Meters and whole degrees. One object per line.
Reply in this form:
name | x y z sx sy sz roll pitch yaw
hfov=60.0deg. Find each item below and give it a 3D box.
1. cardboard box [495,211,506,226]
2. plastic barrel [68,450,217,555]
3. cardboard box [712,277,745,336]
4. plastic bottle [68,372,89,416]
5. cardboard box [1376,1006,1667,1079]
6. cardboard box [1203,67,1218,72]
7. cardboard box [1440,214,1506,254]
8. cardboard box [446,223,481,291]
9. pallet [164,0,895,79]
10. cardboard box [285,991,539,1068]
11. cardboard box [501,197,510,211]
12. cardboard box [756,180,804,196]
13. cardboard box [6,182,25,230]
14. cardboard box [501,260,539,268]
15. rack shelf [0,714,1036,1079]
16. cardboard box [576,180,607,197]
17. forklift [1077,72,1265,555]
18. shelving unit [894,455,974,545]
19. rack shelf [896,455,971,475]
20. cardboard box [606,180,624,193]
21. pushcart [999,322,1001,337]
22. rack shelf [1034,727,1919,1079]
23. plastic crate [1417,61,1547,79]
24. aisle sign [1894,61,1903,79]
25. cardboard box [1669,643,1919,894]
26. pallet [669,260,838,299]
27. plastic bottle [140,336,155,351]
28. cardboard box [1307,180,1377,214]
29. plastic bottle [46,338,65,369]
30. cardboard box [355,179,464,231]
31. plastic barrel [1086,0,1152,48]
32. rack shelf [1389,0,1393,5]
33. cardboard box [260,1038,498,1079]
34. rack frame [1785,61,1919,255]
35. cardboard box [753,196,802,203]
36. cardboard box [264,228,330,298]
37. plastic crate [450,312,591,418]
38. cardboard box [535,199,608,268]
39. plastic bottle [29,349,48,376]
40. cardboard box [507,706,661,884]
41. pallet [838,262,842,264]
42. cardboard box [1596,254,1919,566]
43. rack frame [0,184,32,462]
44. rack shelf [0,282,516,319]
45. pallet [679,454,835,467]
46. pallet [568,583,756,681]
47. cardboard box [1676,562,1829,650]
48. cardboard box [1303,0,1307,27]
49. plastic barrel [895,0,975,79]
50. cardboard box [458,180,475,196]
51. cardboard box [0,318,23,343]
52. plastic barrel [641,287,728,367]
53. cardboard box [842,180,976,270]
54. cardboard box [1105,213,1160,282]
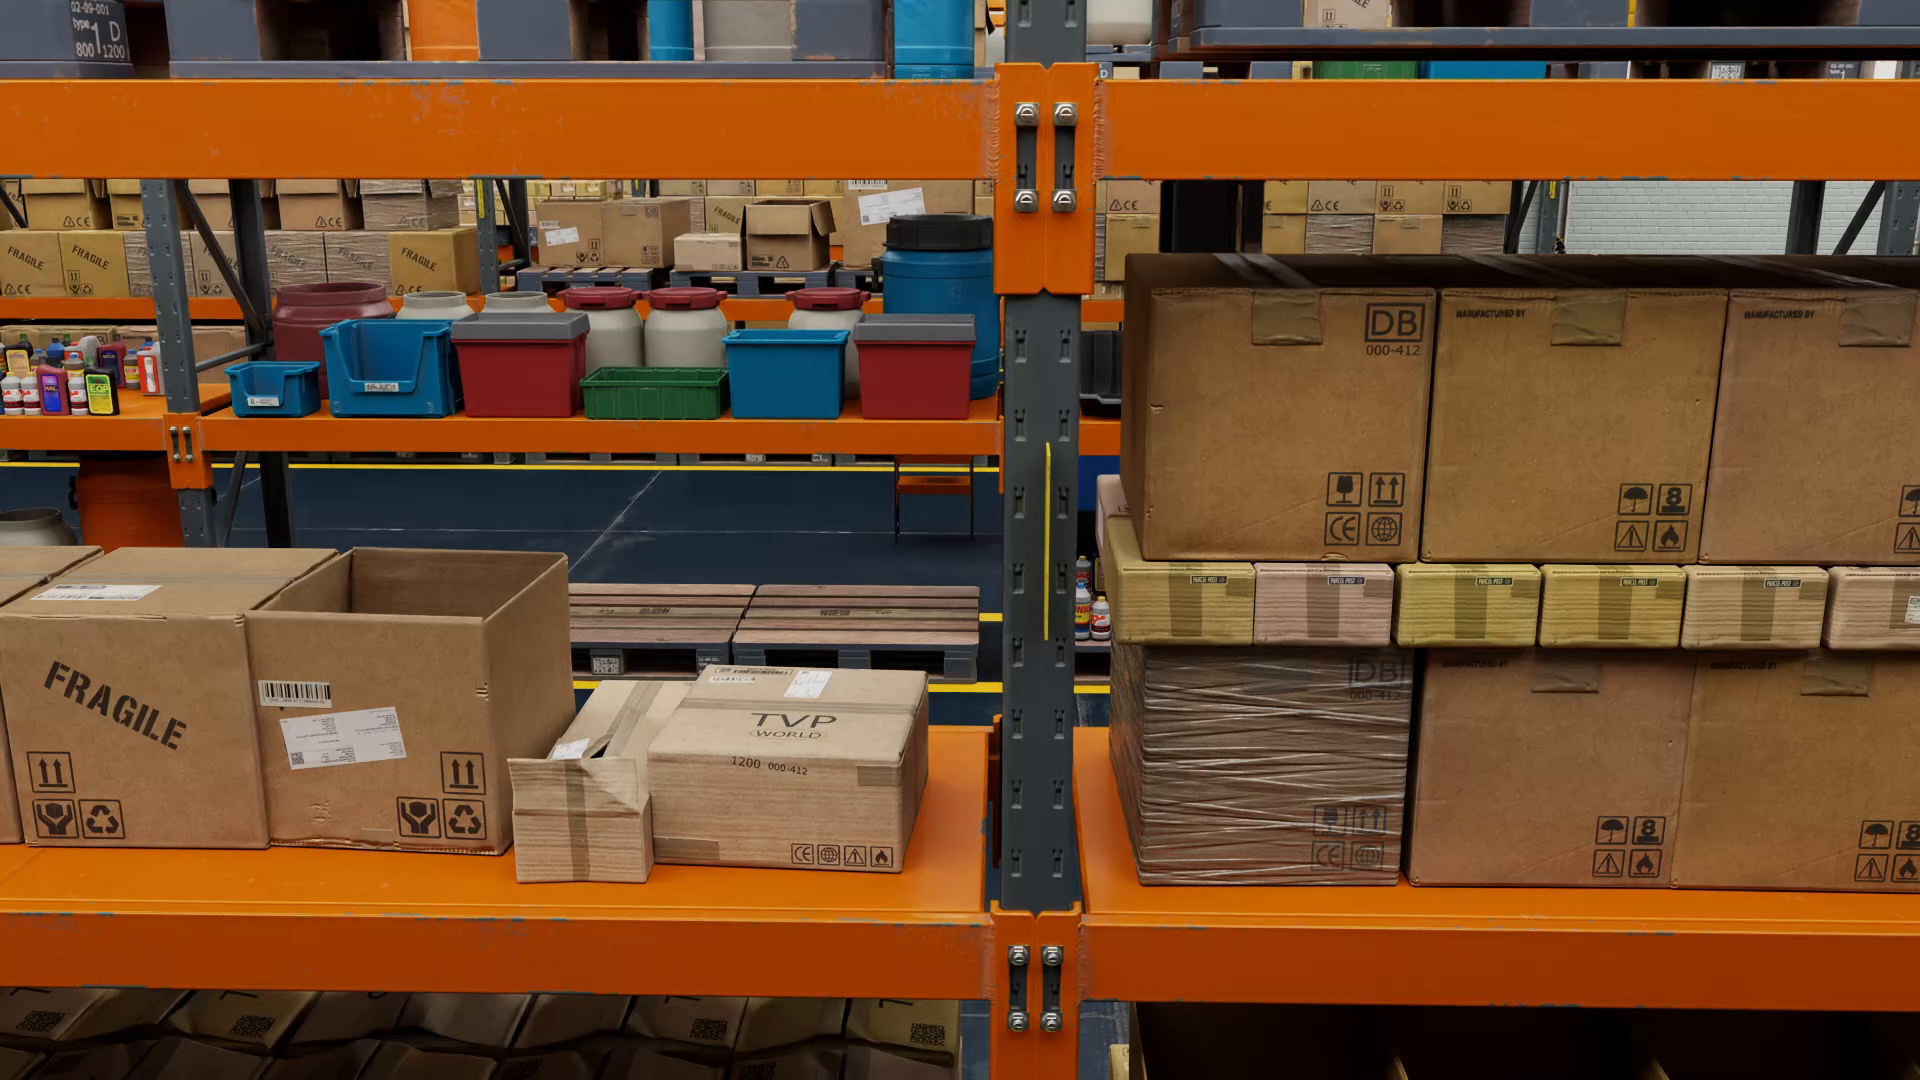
cardboard box | -4.890 -3.406 17.538 0.250 0.149 0.380 0 15 -1
plastic barrel | -4.206 -0.056 8.603 0.708 0.830 0.600 0 15 1
cardboard box | -2.756 -2.519 18.095 0.750 0.750 1.050 0 15 1
plastic bottle | -4.246 -0.707 8.028 0.097 0.201 0.097 0 15 0
cardboard box | 1.108 1.234 3.380 0.500 0.500 0.500 0 15 1
cardboard box | 1.878 -3.442 12.420 0.500 0.250 0.500 0 15 -1
cardboard box | 3.859 -2.317 12.963 0.500 0.500 0.875 0 15 1
cardboard box | -4.069 -2.287 13.434 0.500 0.500 0.500 1 15 3
pallet | -0.730 -0.974 3.148 1.217 0.209 0.805 0 15 -1
cardboard box | -1.272 1.167 4.003 0.500 0.311 0.500 0 15 0
cardboard box | -4.648 -3.547 17.492 0.250 0.149 0.380 0 15 2
cardboard box | -1.895 -3.951 17.781 0.500 0.500 0.700 0 15 1
cardboard box | -9.893 -3.598 17.819 0.500 0.500 0.500 1 15 2
cardboard box | -5.810 -3.908 23.114 0.875 0.875 0.875 1 15 3
rack shelf | -1.847 0.721 3.639 4.000 0.370 1.077 0 15 1
cardboard box | -3.864 -3.686 17.435 0.250 0.149 0.380 0 15 -1
forklift | 1.994 -1.427 10.501 3.031 2.935 1.130 0 15 0
shelving unit | -0.165 -0.581 10.691 0.503 1.200 0.258 0 15 1
rack shelf | -0.165 -0.516 10.708 0.480 0.148 0.258 0 15 1
cardboard box | -3.823 -3.852 18.065 0.250 0.149 0.380 0 15 2
pushcart | 0.654 -2.818 20.781 0.936 0.377 1.648 -5 16 -18
rack shelf | 2.152 0.747 3.540 4.000 0.370 1.077 0 15 1
plastic crate | 2.367 -2.230 7.562 0.575 0.384 0.392 0 15 1
aisle sign | 4.346 -2.032 7.566 0.004 0.787 0.394 0 15 1
cardboard box | 1.625 0.345 3.457 0.500 0.500 0.700 1 15 2
pallet | -1.610 -2.071 13.187 1.213 0.211 1.003 0 15 1
plastic bottle | -4.256 -0.934 8.753 0.097 0.271 0.097 0 15 0
cardboard box | 2.852 -2.736 12.592 0.500 0.500 0.500 0 15 1
plastic bottle | -4.720 -0.922 8.706 0.097 0.271 0.097 0 15 0
cardboard box | -4.320 -2.709 13.065 0.637 0.503 0.797 1 15 3
plastic barrel | 0.708 -2.532 7.634 0.421 0.512 0.421 0 15 0
rack shelf | 2.636 -5.751 17.193 4.000 0.370 1.077 0 15 1
cardboard box | -1.279 1.306 3.477 0.500 0.311 0.500 0 15 1
rack frame | 4.281 -0.851 8.187 0.127 3.000 1.000 0 15 1
cardboard box | -1.908 -3.401 17.656 0.500 0.500 0.500 0 15 1
cardboard box | -5.107 -2.162 12.959 0.500 0.500 0.500 0 15 0
plastic crate | -2.109 -0.846 8.040 0.583 0.464 0.402 0 15 1
cardboard box | -3.049 -2.425 13.131 0.500 0.500 0.500 -1 15 -5
plastic bottle | -4.852 -0.904 8.777 0.097 0.201 0.097 0 15 0
cardboard box | -0.731 0.492 3.359 0.258 0.266 0.396 0 15 0
pallet | -2.392 -4.596 27.846 1.213 0.211 1.003 0 15 1
cardboard box | 1.602 -0.282 3.290 0.500 0.500 0.700 0 15 1
rack frame | -7.588 -2.193 13.270 0.127 3.000 1.000 0 15 1
rack shelf | -5.589 -1.832 13.313 4.000 0.370 1.077 0 15 1
pallet | -1.592 -0.804 13.474 1.213 0.211 1.003 0 15 1
pallet | -1.726 0.469 8.650 1.213 0.211 1.003 0 15 1
cardboard box | 1.437 0.081 3.184 0.250 0.149 0.380 0 15 0
cardboard box | 2.930 -4.077 12.775 0.500 0.500 0.500 0 15 1
plastic barrel | -0.231 -2.518 7.641 0.708 0.901 0.600 0 15 1
cardboard box | -5.156 -3.695 17.469 0.250 0.149 0.380 1 15 4
cardboard box | -8.246 -1.393 13.581 0.875 0.875 0.875 0 15 1
plastic barrel | -1.402 -1.010 8.522 0.433 0.535 0.433 0 15 0
cardboard box | -0.382 -2.674 13.098 1.000 1.000 1.000 0 15 2
cardboard box | 1.356 -2.302 12.905 0.500 0.500 0.875 0 15 1
